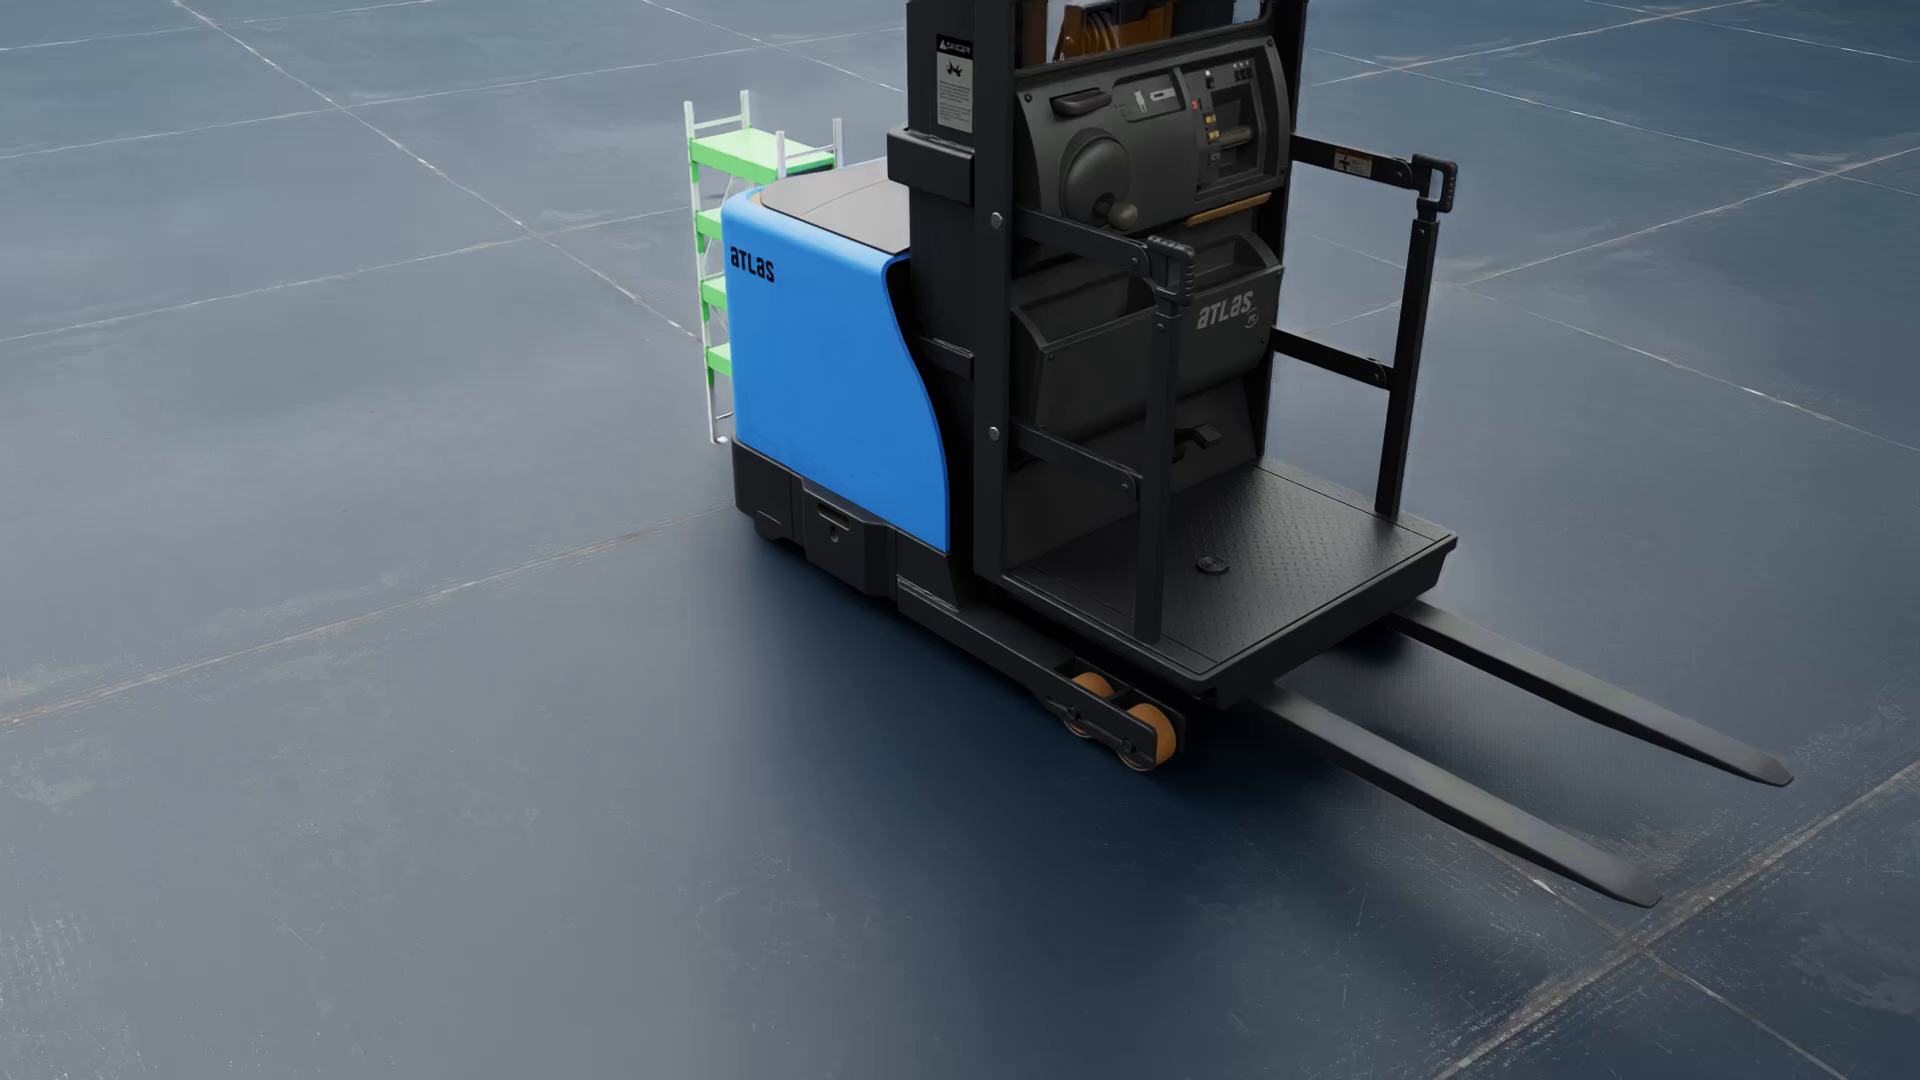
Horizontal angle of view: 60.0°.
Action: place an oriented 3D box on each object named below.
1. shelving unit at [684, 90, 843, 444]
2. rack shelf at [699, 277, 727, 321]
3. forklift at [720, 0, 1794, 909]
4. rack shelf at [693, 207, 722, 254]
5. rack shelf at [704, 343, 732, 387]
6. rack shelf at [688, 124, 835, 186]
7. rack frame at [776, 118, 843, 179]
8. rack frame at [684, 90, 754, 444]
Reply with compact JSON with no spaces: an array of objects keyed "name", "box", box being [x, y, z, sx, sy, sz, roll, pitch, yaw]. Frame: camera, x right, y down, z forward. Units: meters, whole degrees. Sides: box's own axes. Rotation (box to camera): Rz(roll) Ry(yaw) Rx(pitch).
[{"name":"shelving unit","box":[-0.623,-0.821,5.505,0.258,1.200,0.503,-23,36,-36]},{"name":"rack shelf","box":[-0.623,-0.765,5.535,0.258,0.148,0.480,-23,36,-36]},{"name":"forklift","box":[0.643,-0.983,3.989,1.130,2.935,3.031,-23,36,-36]},{"name":"rack shelf","box":[-0.623,-0.976,5.421,0.258,0.148,0.480,-23,36,-36]},{"name":"rack shelf","box":[-0.623,-0.554,5.650,0.258,0.148,0.480,-23,36,-36]},{"name":"rack shelf","box":[-0.623,-1.187,5.306,0.258,0.148,0.480,-23,36,-36]},{"name":"rack frame","box":[-0.460,-0.735,5.346,0.240,1.200,0.015,-23,36,-36]},{"name":"rack frame","box":[-0.787,-0.907,5.664,0.240,1.200,0.015,-23,36,-36]}]
